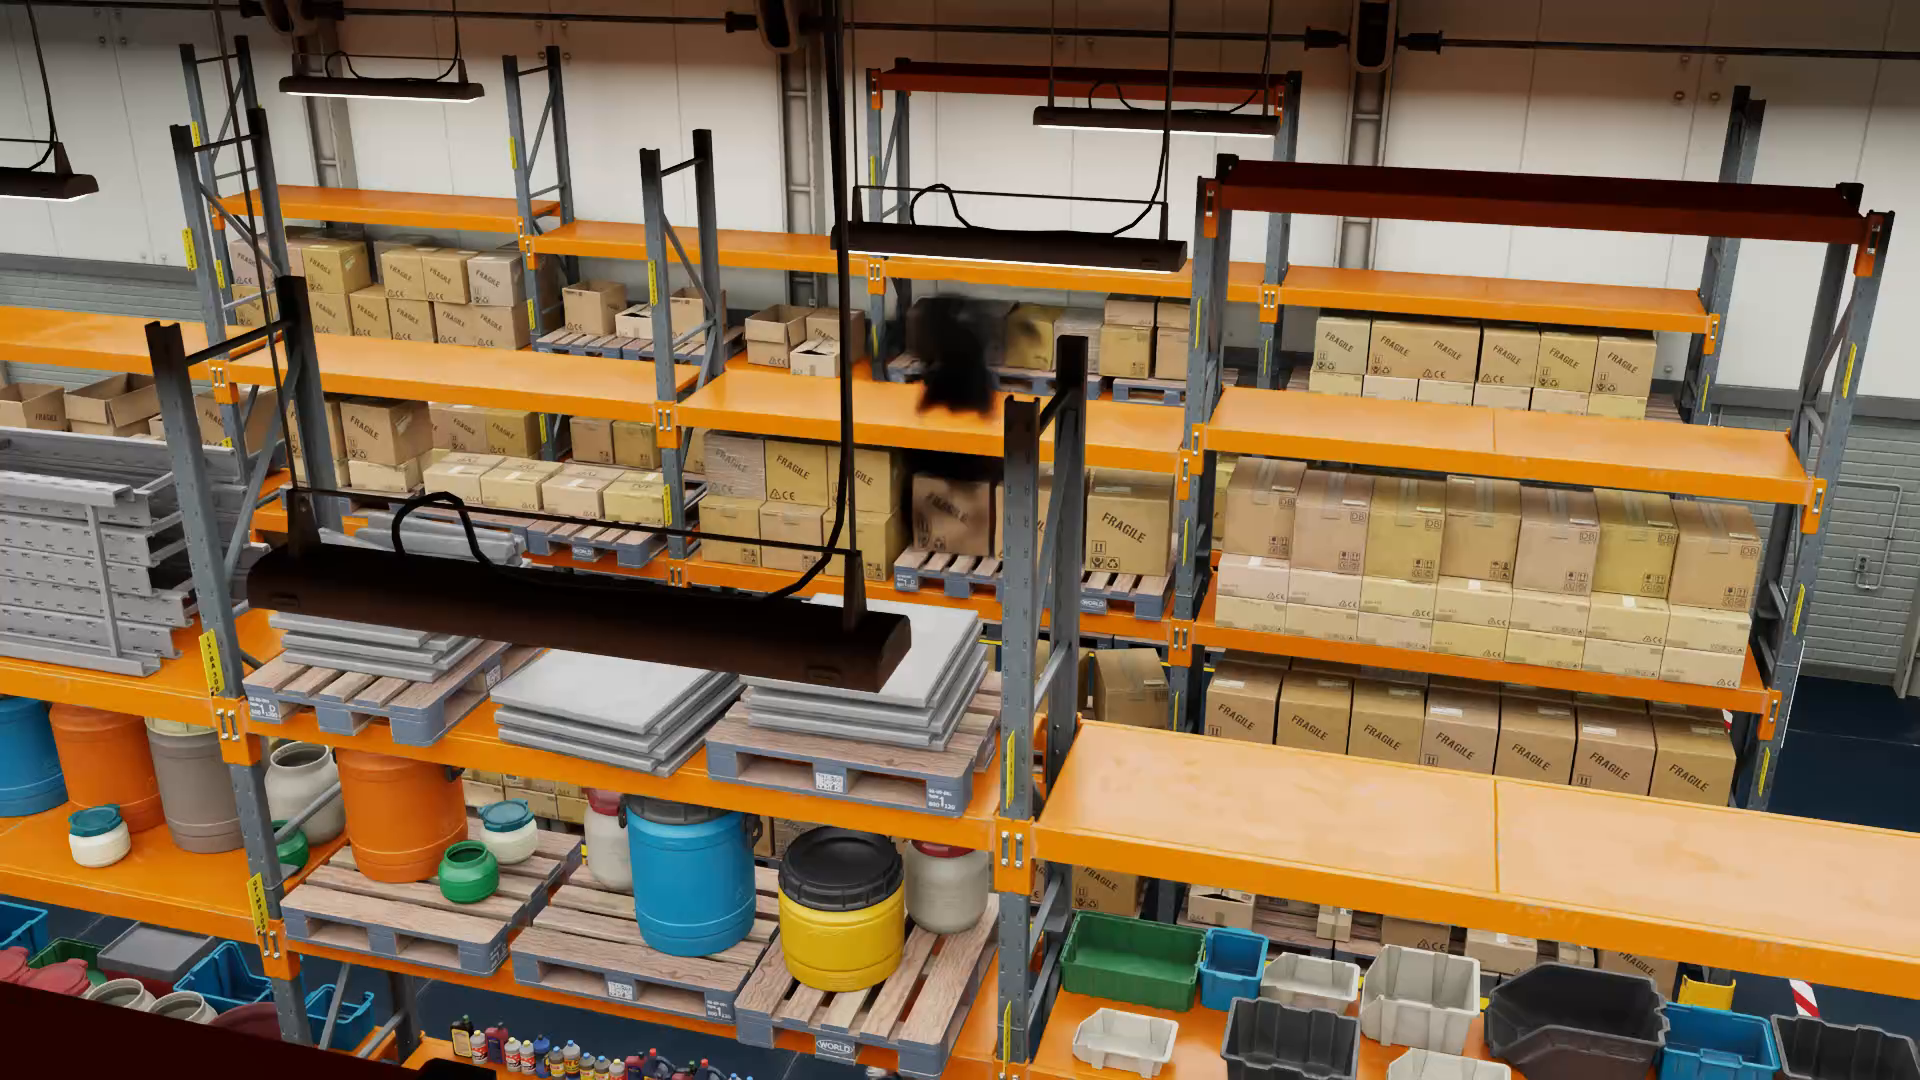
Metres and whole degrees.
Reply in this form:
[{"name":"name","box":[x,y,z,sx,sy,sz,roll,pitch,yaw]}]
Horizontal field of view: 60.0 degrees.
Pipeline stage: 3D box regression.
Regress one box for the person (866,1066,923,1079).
[{"name":"person","box":[-0.138,3.324,10.482,0.776,1.734,0.665,10,25,23]}]
